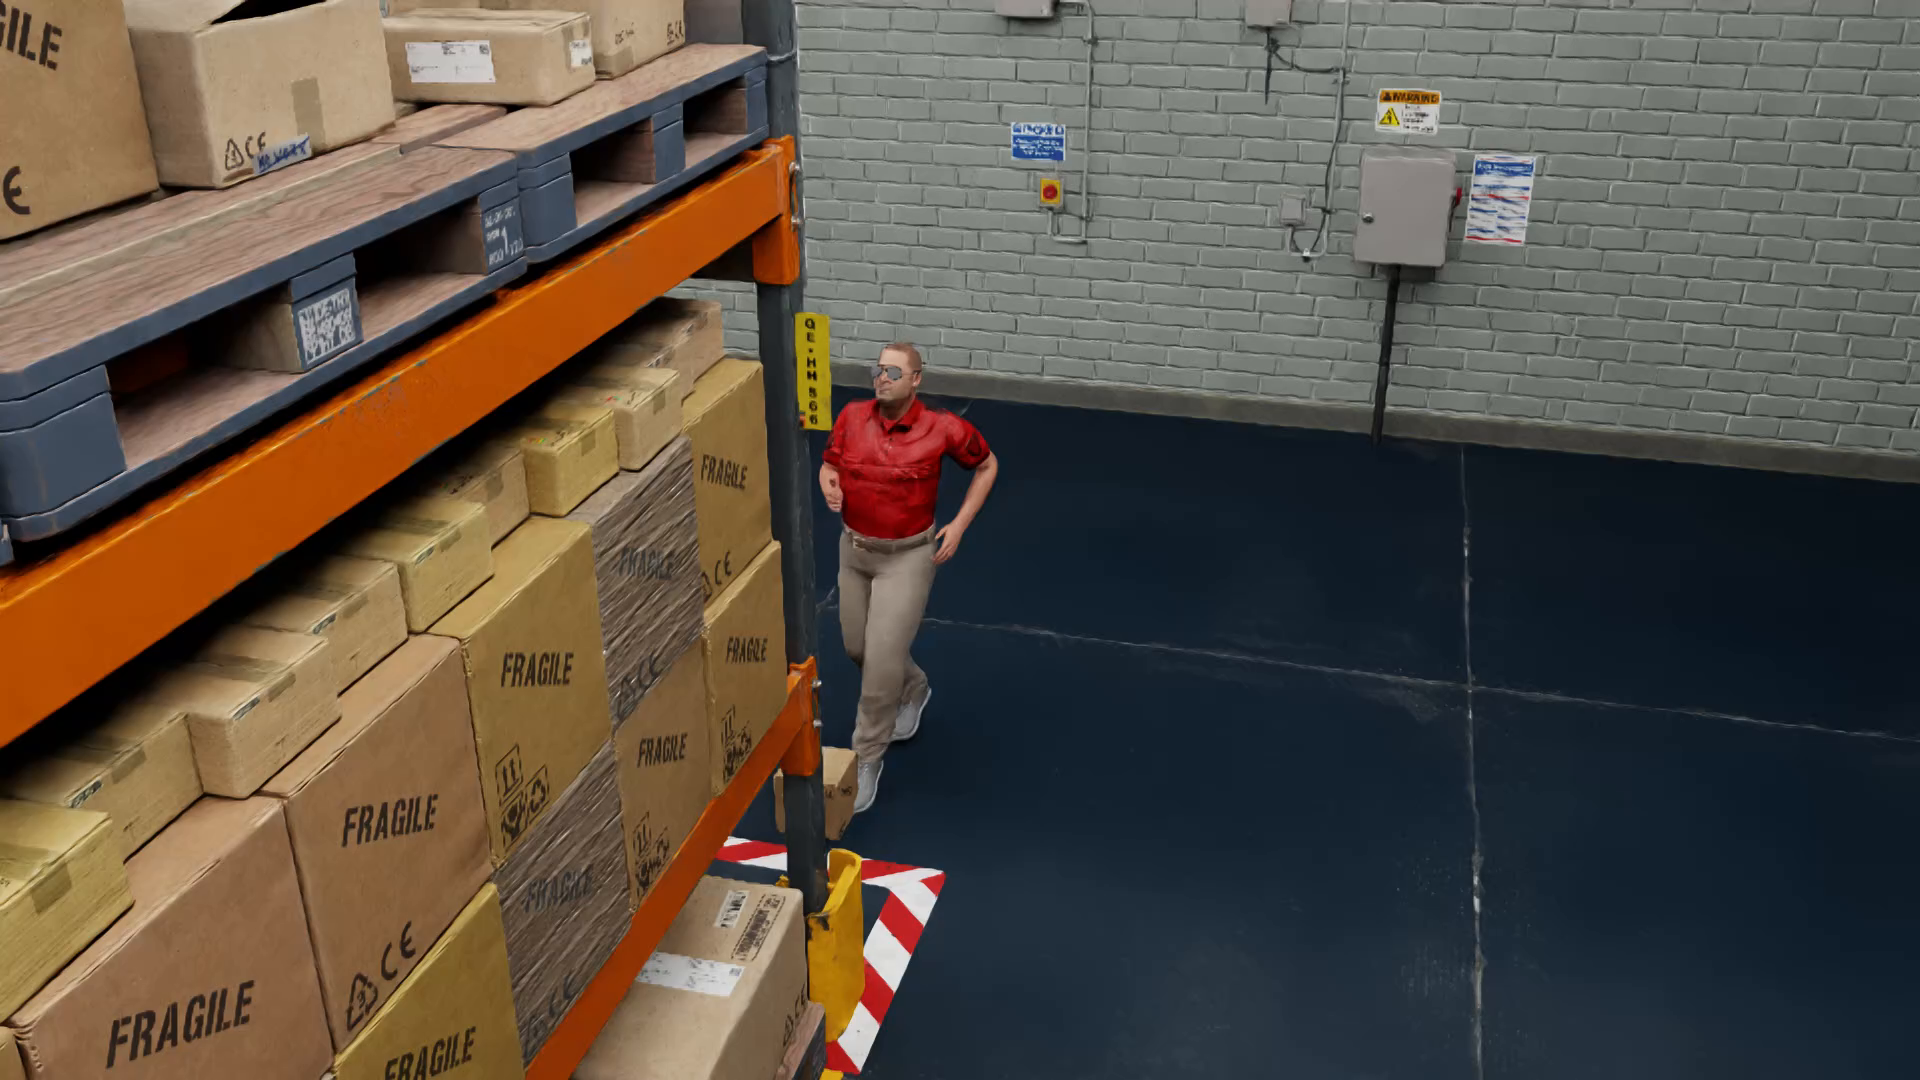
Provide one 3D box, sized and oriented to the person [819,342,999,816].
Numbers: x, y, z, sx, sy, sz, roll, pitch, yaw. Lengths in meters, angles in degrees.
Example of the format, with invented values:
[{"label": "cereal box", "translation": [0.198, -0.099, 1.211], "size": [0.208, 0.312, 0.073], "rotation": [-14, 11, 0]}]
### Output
[{"label": "person", "translation": [-0.326, 0.104, 6.428], "size": [0.622, 1.711, 0.854], "rotation": [16, 29, 30]}]
